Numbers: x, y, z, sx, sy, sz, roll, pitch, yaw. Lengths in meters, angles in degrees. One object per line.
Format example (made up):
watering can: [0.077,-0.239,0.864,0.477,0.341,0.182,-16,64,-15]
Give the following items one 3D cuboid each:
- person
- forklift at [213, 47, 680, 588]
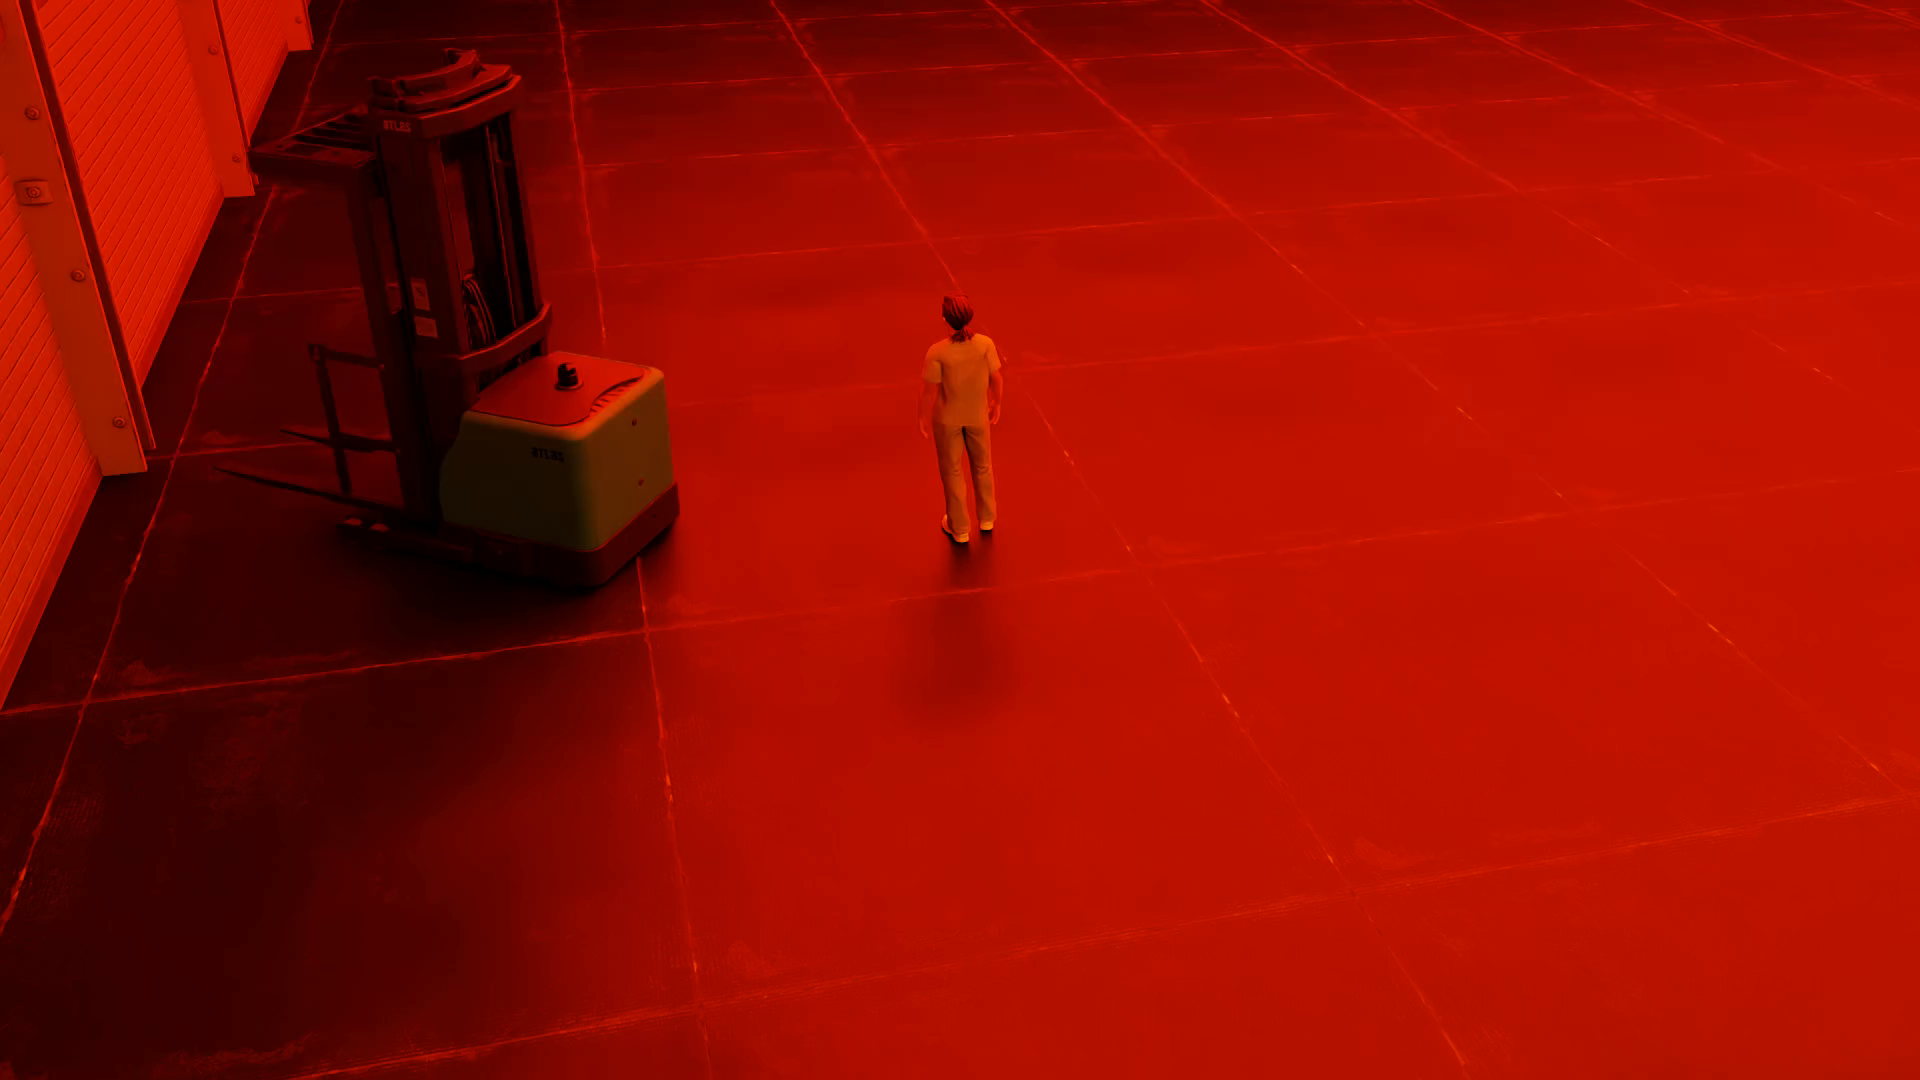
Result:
person: [-0.004,-0.765,10.144,0.549,1.663,0.548,-7,31,-12]
forklift: [-3.366,-1.437,10.056,3.031,2.935,1.130,11,32,18]
